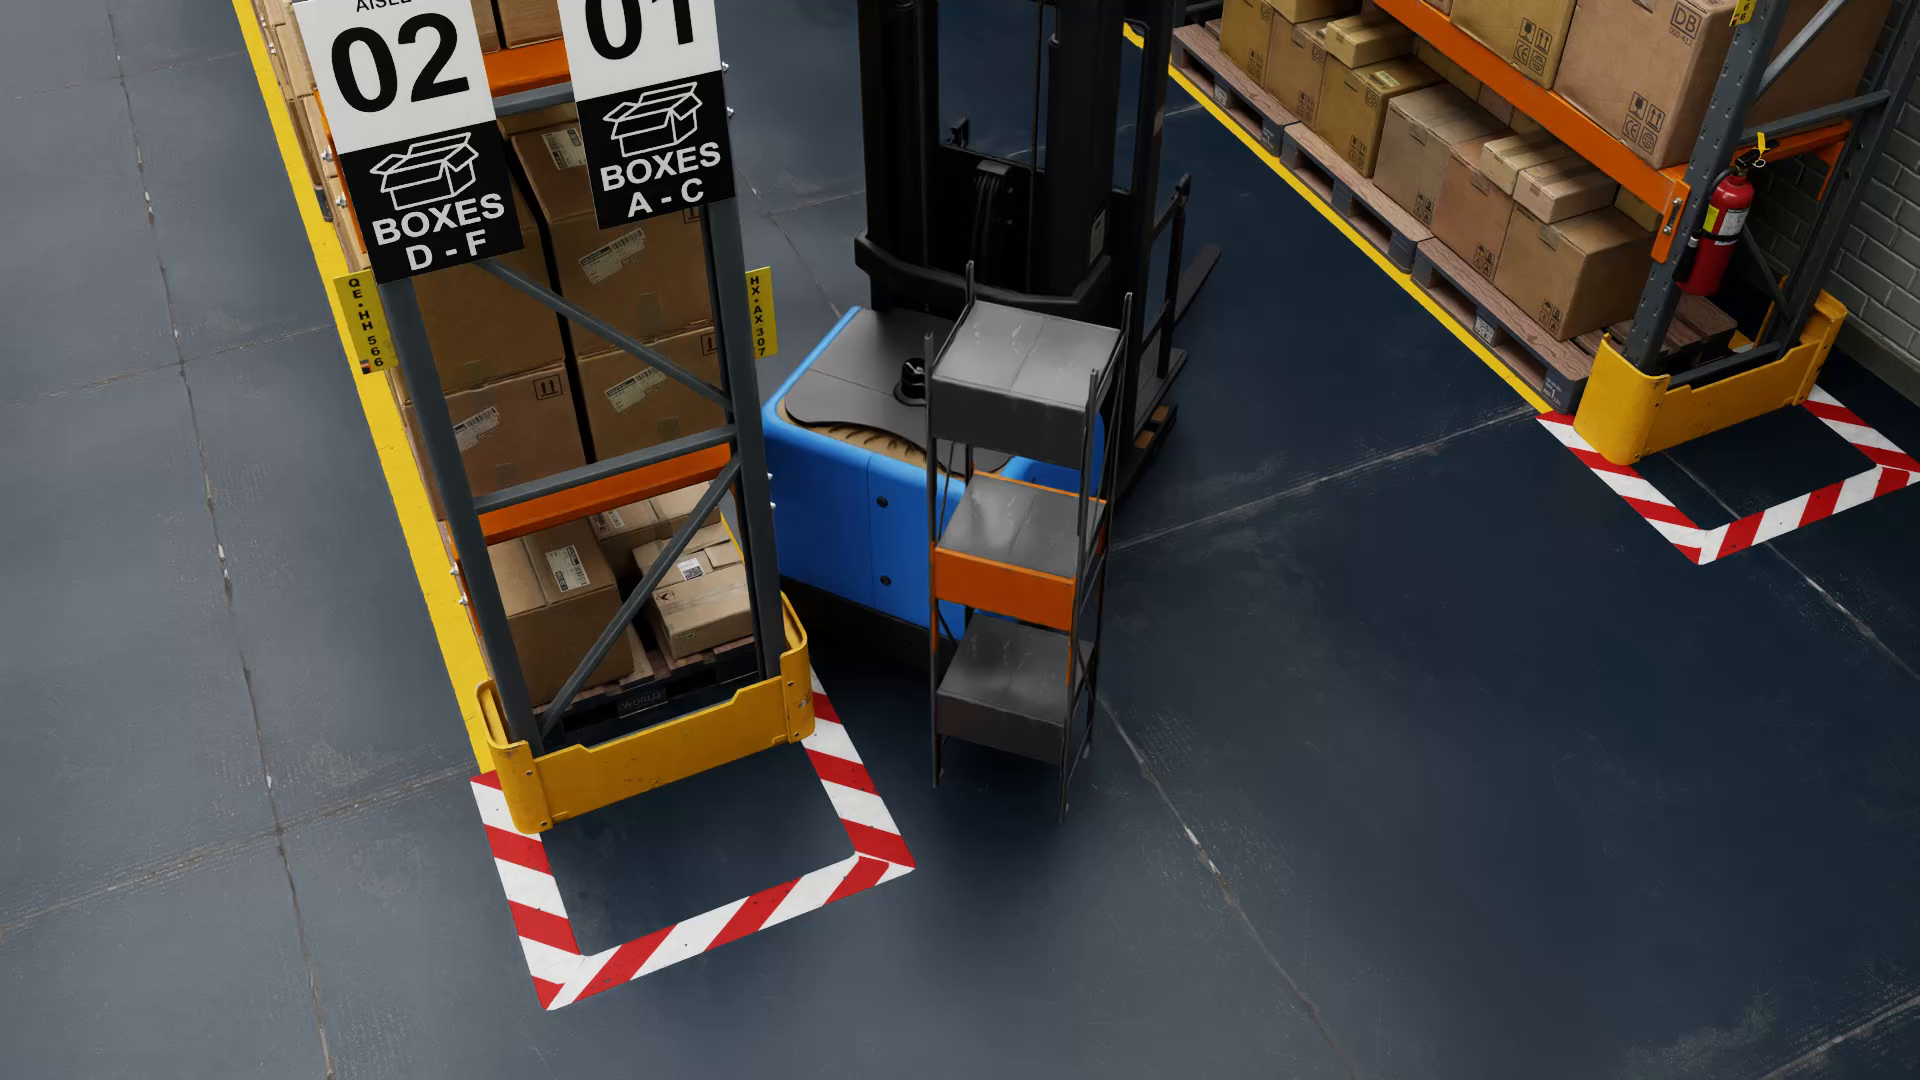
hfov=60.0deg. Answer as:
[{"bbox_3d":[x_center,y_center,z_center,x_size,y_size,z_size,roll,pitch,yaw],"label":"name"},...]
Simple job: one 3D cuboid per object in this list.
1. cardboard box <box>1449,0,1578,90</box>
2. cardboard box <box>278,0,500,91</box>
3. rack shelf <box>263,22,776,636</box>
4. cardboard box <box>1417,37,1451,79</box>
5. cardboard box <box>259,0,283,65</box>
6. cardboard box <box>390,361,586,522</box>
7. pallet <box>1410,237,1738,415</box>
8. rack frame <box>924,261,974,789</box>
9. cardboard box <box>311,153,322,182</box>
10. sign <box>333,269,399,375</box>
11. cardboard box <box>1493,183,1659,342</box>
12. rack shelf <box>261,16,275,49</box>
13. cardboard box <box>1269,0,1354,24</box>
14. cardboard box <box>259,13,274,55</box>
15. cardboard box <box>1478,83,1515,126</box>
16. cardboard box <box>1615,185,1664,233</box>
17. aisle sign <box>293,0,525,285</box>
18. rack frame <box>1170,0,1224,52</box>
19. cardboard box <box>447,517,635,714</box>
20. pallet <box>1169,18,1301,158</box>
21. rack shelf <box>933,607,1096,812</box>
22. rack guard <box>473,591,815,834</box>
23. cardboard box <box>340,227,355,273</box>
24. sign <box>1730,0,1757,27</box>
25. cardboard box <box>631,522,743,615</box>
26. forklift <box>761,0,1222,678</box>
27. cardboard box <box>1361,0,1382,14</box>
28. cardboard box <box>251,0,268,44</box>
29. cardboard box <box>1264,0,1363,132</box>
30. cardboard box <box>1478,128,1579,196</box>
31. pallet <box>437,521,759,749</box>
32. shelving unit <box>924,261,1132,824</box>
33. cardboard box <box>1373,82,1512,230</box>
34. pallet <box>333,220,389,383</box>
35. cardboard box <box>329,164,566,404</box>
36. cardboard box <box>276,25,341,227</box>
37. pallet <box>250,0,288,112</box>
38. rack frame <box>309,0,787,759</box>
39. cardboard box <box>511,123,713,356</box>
[{"bbox_3d":[2.848,-2.572,7.376,0.980,0.700,0.700,-18,48,-18],"label":"cardboard box"},{"bbox_3d":[-1.560,-1.481,4.455,0.500,0.250,0.500,-18,47,-17],"label":"cardboard box"},{"bbox_3d":[-1.946,-1.236,6.748,1.077,0.370,4.000,-18,47,-17],"label":"rack shelf"},{"bbox_3d":[2.596,-2.538,8.574,0.380,0.149,0.250,-19,48,-18],"label":"cardboard box"},{"bbox_3d":[-2.411,-2.118,6.347,0.500,0.500,0.500,-19,48,-19],"label":"cardboard box"},{"bbox_3d":[-1.540,-0.458,5.376,0.500,0.500,0.500,-17,47,-16],"label":"cardboard box"},{"bbox_3d":[2.981,-1.176,8.161,1.003,0.211,1.213,-18,47,-17],"label":"pallet"},{"bbox_3d":[-0.030,0.045,5.579,0.015,2.100,0.400,14,46,13],"label":"rack frame"},{"bbox_3d":[-2.393,-1.752,6.687,0.500,0.500,0.500,-18,47,-18],"label":"cardboard box"},{"bbox_3d":[-1.617,-0.591,4.533,0.100,0.325,0.005,-18,47,-17],"label":"sign"},{"bbox_3d":[3.003,-1.359,7.841,0.700,0.500,0.500,-18,47,-17],"label":"cardboard box"},{"bbox_3d":[-3.628,-3.785,9.331,1.077,0.370,4.000,-18,47,-17],"label":"rack shelf"},{"bbox_3d":[1.906,-2.943,8.985,0.380,0.149,0.250,-17,47,-16],"label":"cardboard box"},{"bbox_3d":[-3.455,-2.581,9.065,0.500,0.500,0.500,-18,47,-17],"label":"cardboard box"},{"bbox_3d":[2.811,-2.213,8.245,0.380,0.149,0.250,-17,47,-17],"label":"cardboard box"},{"bbox_3d":[3.237,-1.569,7.592,0.380,0.149,0.250,-18,47,-17],"label":"cardboard box"},{"bbox_3d":[-1.354,-1.009,4.155,0.394,0.787,0.004,-18,47,-17],"label":"aisle sign"},{"bbox_3d":[1.706,-4.232,9.272,1.000,3.000,0.127,-18,47,-17],"label":"rack frame"},{"bbox_3d":[-1.557,0.242,6.204,0.500,0.500,0.500,-18,47,-17],"label":"cardboard box"},{"bbox_3d":[1.955,-2.731,9.737,1.003,0.211,1.213,-18,47,-17],"label":"pallet"},{"bbox_3d":[0.201,0.609,6.023,0.480,0.518,0.431,14,46,13],"label":"rack shelf"},{"bbox_3d":[-1.137,0.624,6.131,1.175,0.500,0.348,-18,47,-17],"label":"rack guard"},{"bbox_3d":[-1.966,-1.107,6.034,0.500,0.500,0.500,-18,47,-17],"label":"cardboard box"},{"bbox_3d":[2.890,-2.028,6.045,0.100,0.325,0.005,-18,47,-17],"label":"sign"},{"bbox_3d":[-1.074,0.107,6.579,0.380,0.166,0.250,-18,47,-17],"label":"cardboard box"},{"bbox_3d":[0.334,-1.502,6.555,1.130,2.935,3.031,19,48,18],"label":"forklift"},{"bbox_3d":[2.381,-2.864,8.904,0.380,0.149,0.250,-19,48,-19],"label":"cardboard box"},{"bbox_3d":[-3.881,-3.224,9.717,0.500,0.500,0.500,-20,48,-19],"label":"cardboard box"},{"bbox_3d":[2.136,-2.663,9.163,0.700,0.500,0.500,-18,48,-18],"label":"cardboard box"},{"bbox_3d":[2.675,-1.781,7.807,0.380,0.149,0.250,-17,47,-16],"label":"cardboard box"},{"bbox_3d":[-1.473,0.219,6.747,1.003,0.211,1.213,-18,47,-17],"label":"pallet"},{"bbox_3d":[0.201,0.101,5.522,0.503,2.100,0.431,14,46,13],"label":"shelving unit"},{"bbox_3d":[2.580,-1.998,8.489,0.700,0.500,0.500,-19,48,-19],"label":"cardboard box"},{"bbox_3d":[-2.499,-1.336,8.322,1.003,0.211,1.213,-18,47,-17],"label":"pallet"},{"bbox_3d":[-1.542,-0.811,5.022,0.500,0.500,0.500,-18,48,-18],"label":"cardboard box"},{"bbox_3d":[-1.977,-1.462,5.682,0.500,0.500,0.500,-17,47,-16],"label":"cardboard box"},{"bbox_3d":[-3.680,-3.060,10.069,1.003,0.211,1.213,-18,47,-17],"label":"pallet"},{"bbox_3d":[-1.105,-0.217,5.203,1.000,3.000,0.127,-18,47,-17],"label":"rack frame"},{"bbox_3d":[-1.052,-0.970,5.183,0.500,0.500,0.500,-17,47,-16],"label":"cardboard box"}]
